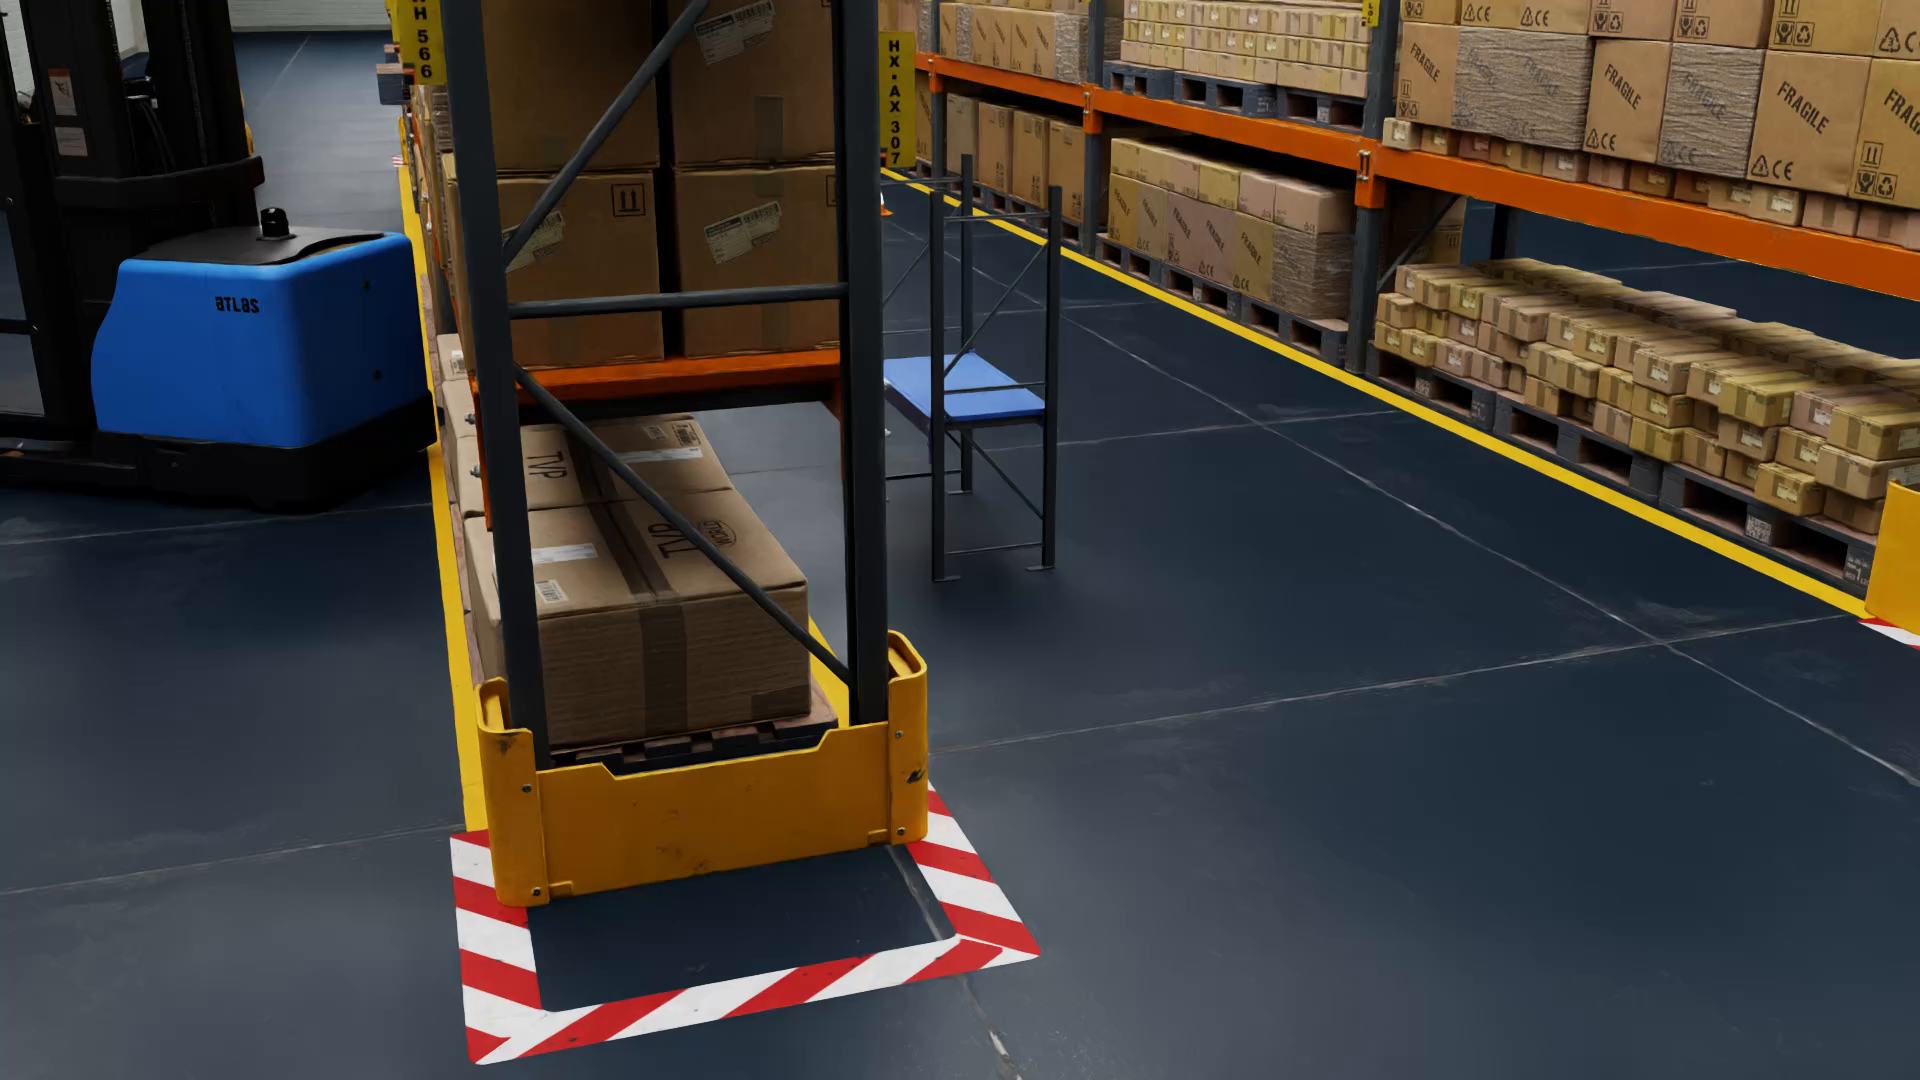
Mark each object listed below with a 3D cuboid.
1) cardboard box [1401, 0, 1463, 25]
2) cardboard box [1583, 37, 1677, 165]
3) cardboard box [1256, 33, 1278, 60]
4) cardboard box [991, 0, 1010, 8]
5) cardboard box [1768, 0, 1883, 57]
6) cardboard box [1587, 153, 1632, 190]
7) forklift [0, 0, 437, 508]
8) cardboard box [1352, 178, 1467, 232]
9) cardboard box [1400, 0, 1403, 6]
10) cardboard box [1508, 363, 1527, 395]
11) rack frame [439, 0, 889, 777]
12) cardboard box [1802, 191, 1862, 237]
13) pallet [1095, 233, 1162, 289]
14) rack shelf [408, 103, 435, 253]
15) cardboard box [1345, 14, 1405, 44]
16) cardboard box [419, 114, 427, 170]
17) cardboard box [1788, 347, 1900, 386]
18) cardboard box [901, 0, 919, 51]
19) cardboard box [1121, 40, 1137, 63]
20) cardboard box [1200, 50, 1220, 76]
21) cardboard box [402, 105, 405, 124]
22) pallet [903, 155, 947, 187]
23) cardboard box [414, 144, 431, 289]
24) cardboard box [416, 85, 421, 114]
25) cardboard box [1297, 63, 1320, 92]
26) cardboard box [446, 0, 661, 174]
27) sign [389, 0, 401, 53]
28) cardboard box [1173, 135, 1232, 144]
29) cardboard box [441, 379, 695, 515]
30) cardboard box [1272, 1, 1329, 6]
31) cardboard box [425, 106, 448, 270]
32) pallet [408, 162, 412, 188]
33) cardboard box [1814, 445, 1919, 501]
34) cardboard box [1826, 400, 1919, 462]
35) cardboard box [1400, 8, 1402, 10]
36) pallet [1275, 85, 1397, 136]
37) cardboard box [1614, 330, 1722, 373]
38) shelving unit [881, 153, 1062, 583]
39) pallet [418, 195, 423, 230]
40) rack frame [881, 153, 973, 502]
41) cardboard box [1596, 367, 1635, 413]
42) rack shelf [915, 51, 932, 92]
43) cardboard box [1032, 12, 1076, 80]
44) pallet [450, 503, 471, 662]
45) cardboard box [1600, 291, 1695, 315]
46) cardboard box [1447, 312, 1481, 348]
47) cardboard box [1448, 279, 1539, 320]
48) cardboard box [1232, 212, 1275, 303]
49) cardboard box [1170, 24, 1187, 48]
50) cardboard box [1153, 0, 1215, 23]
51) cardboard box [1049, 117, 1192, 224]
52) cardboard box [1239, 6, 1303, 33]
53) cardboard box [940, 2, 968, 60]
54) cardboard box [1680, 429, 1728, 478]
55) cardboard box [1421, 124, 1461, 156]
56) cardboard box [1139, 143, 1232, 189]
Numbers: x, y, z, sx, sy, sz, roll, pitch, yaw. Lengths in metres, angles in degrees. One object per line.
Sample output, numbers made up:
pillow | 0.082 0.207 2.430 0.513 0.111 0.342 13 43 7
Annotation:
cardboard box | 2.633 -2.912 8.520 0.500 0.500 0.500 -6 21 -16
cardboard box | 3.122 -1.934 7.276 0.500 0.500 0.500 -5 20 -14
cardboard box | 2.080 -3.087 10.383 0.380 0.149 0.250 -8 21 -20
cardboard box | 0.692 -5.024 14.841 0.700 0.500 0.500 -6 21 -17
cardboard box | 3.440 -2.082 6.210 0.500 0.500 0.500 -7 21 -19
cardboard box | 3.089 -1.683 7.536 0.380 0.149 0.250 -6 21 -15
forklift | -4.101 -1.782 7.542 3.031 2.935 1.130 6 21 15
cardboard box | 2.741 -2.065 10.195 0.500 0.250 0.500 -7 21 -20
cardboard box | 5.065 -5.697 16.832 1.000 1.000 1.000 -6 21 -17
cardboard box | 2.988 -0.812 8.336 0.380 0.149 0.250 -7 21 -20
rack frame | -0.688 -0.583 4.103 1.000 3.000 0.127 -6 21 -17
cardboard box | 3.473 -1.261 6.361 0.380 0.149 0.250 -7 21 -18
pallet | 1.709 -2.146 12.578 1.003 0.211 1.213 -6 21 -17
rack shelf | -2.574 -2.170 9.585 1.077 0.370 4.000 -6 21 -17
cardboard box | 2.411 -2.893 9.403 0.380 0.149 0.250 -5 20 -15
cardboard box | -2.325 -1.914 8.029 0.500 0.250 0.500 -7 21 -18
cardboard box | 3.822 -0.723 7.208 0.380 0.149 0.250 -7 21 -20
cardboard box | -0.114 -5.354 17.164 0.875 0.550 0.550 -6 21 -17
cardboard box | 1.414 -3.623 12.317 0.380 0.149 0.250 -7 21 -18
cardboard box | 1.833 -3.198 11.133 0.380 0.149 0.250 -6 21 -16
cardboard box | -5.549 -4.511 17.376 0.500 0.500 0.500 -7 21 -19
pallet | 0.043 -3.933 17.553 1.003 0.211 1.213 -6 21 -17
cardboard box | -3.064 -2.118 10.897 0.875 0.875 0.875 -7 21 -18
cardboard box | -2.479 -2.307 8.384 0.500 0.250 0.500 -6 21 -16
cardboard box | 2.251 -2.775 9.954 0.380 0.149 0.250 -6 21 -17
cardboard box | -1.065 -1.230 4.278 0.500 0.500 0.500 -6 21 -15
sign | -2.457 -2.314 7.325 0.100 0.325 0.005 -6 21 -17
cardboard box | 1.929 -2.891 12.497 0.500 0.250 0.500 -7 21 -18
cardboard box | -1.568 -0.359 6.647 0.875 0.438 0.875 -7 21 -19
cardboard box | 2.371 -3.632 11.460 0.380 0.149 0.250 -6 21 -17
cardboard box | -1.580 -1.248 5.806 0.500 0.500 0.500 -6 21 -16
pallet | -5.091 -3.726 16.977 1.003 0.211 1.213 -6 21 -17
cardboard box | 3.543 -0.277 6.406 0.380 0.149 0.250 -7 21 -19
cardboard box | 3.573 -0.421 6.366 0.380 0.149 0.250 -6 21 -17
cardboard box | 2.787 -3.212 10.291 0.380 0.149 0.250 -7 21 -18
pallet | 2.620 -2.596 9.990 1.003 0.211 1.213 -6 21 -17
cardboard box | 3.210 -0.843 7.543 0.380 0.149 0.250 -7 21 -19
shelving unit | -0.027 -0.733 6.739 0.538 1.500 1.048 -6 21 -17
pallet | -4.213 -2.872 14.601 1.003 0.211 1.213 -6 21 -17
rack frame | -0.187 -0.896 7.193 0.500 1.500 0.032 -6 21 -17
cardboard box | 3.140 -0.692 7.563 0.380 0.149 0.250 -5 20 -14
rack shelf | -0.421 -5.296 18.287 1.077 0.370 4.000 -6 21 -17
cardboard box | 0.913 -4.032 13.557 0.500 0.500 0.500 -6 21 -17
pallet | -1.393 0.090 6.354 1.003 0.211 1.213 -6 21 -17
cardboard box | 3.465 -1.149 8.395 0.380 0.149 0.250 -7 21 -20
cardboard box | 2.808 -1.125 8.767 0.380 0.149 0.250 -7 21 -18
cardboard box | 2.791 -1.258 8.698 0.380 0.149 0.250 -7 21 -18
cardboard box | 2.090 -1.822 10.628 0.500 0.500 0.500 -7 21 -18
cardboard box | 1.680 -3.499 11.531 0.380 0.149 0.250 -6 21 -17
cardboard box | 1.586 -3.734 11.746 0.380 0.149 0.250 -7 21 -18
cardboard box | 1.359 -3.053 13.685 1.050 0.750 0.750 -7 21 -18
cardboard box | 2.002 -3.311 10.568 0.380 0.149 0.250 -7 21 -20
cardboard box | 0.118 -4.842 15.813 0.500 0.500 0.500 -6 21 -17
cardboard box | 3.348 -0.388 7.155 0.380 0.149 0.250 -6 21 -17
cardboard box | 2.652 -2.106 8.715 0.380 0.149 0.250 -6 21 -16
cardboard box | 1.611 -2.673 11.889 0.500 0.250 0.500 -7 21 -18
